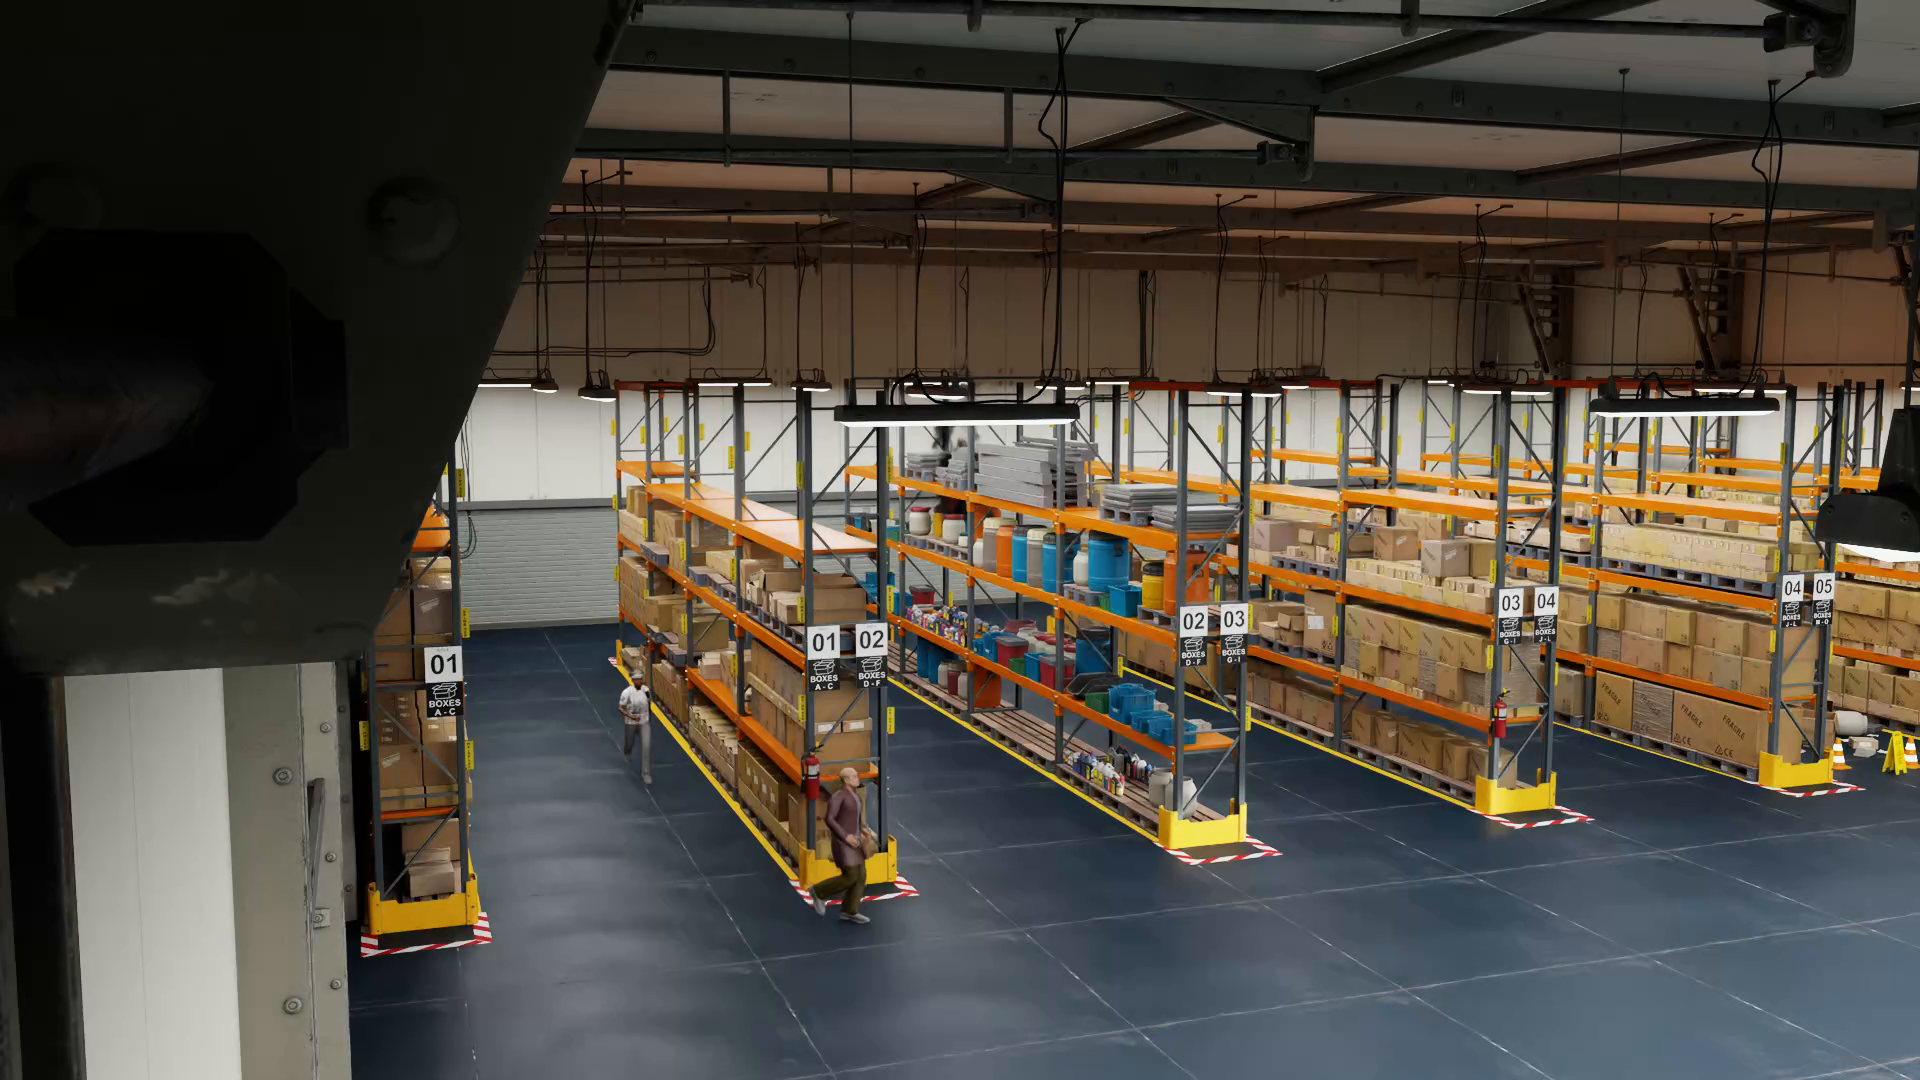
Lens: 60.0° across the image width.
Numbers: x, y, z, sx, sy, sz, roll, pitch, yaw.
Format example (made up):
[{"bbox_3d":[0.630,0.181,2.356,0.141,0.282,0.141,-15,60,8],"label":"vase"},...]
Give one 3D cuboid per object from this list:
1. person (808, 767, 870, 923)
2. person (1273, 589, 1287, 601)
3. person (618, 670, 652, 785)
[{"bbox_3d":[-1.331,3.467,19.050,0.725,1.746,0.748,2,6,16],"label":"person"},{"bbox_3d":[8.056,1.134,41.369,0.557,1.687,0.765,3,7,23],"label":"person"},{"bbox_3d":[-4.969,2.815,25.496,0.545,1.706,1.090,-2,7,-22],"label":"person"}]
